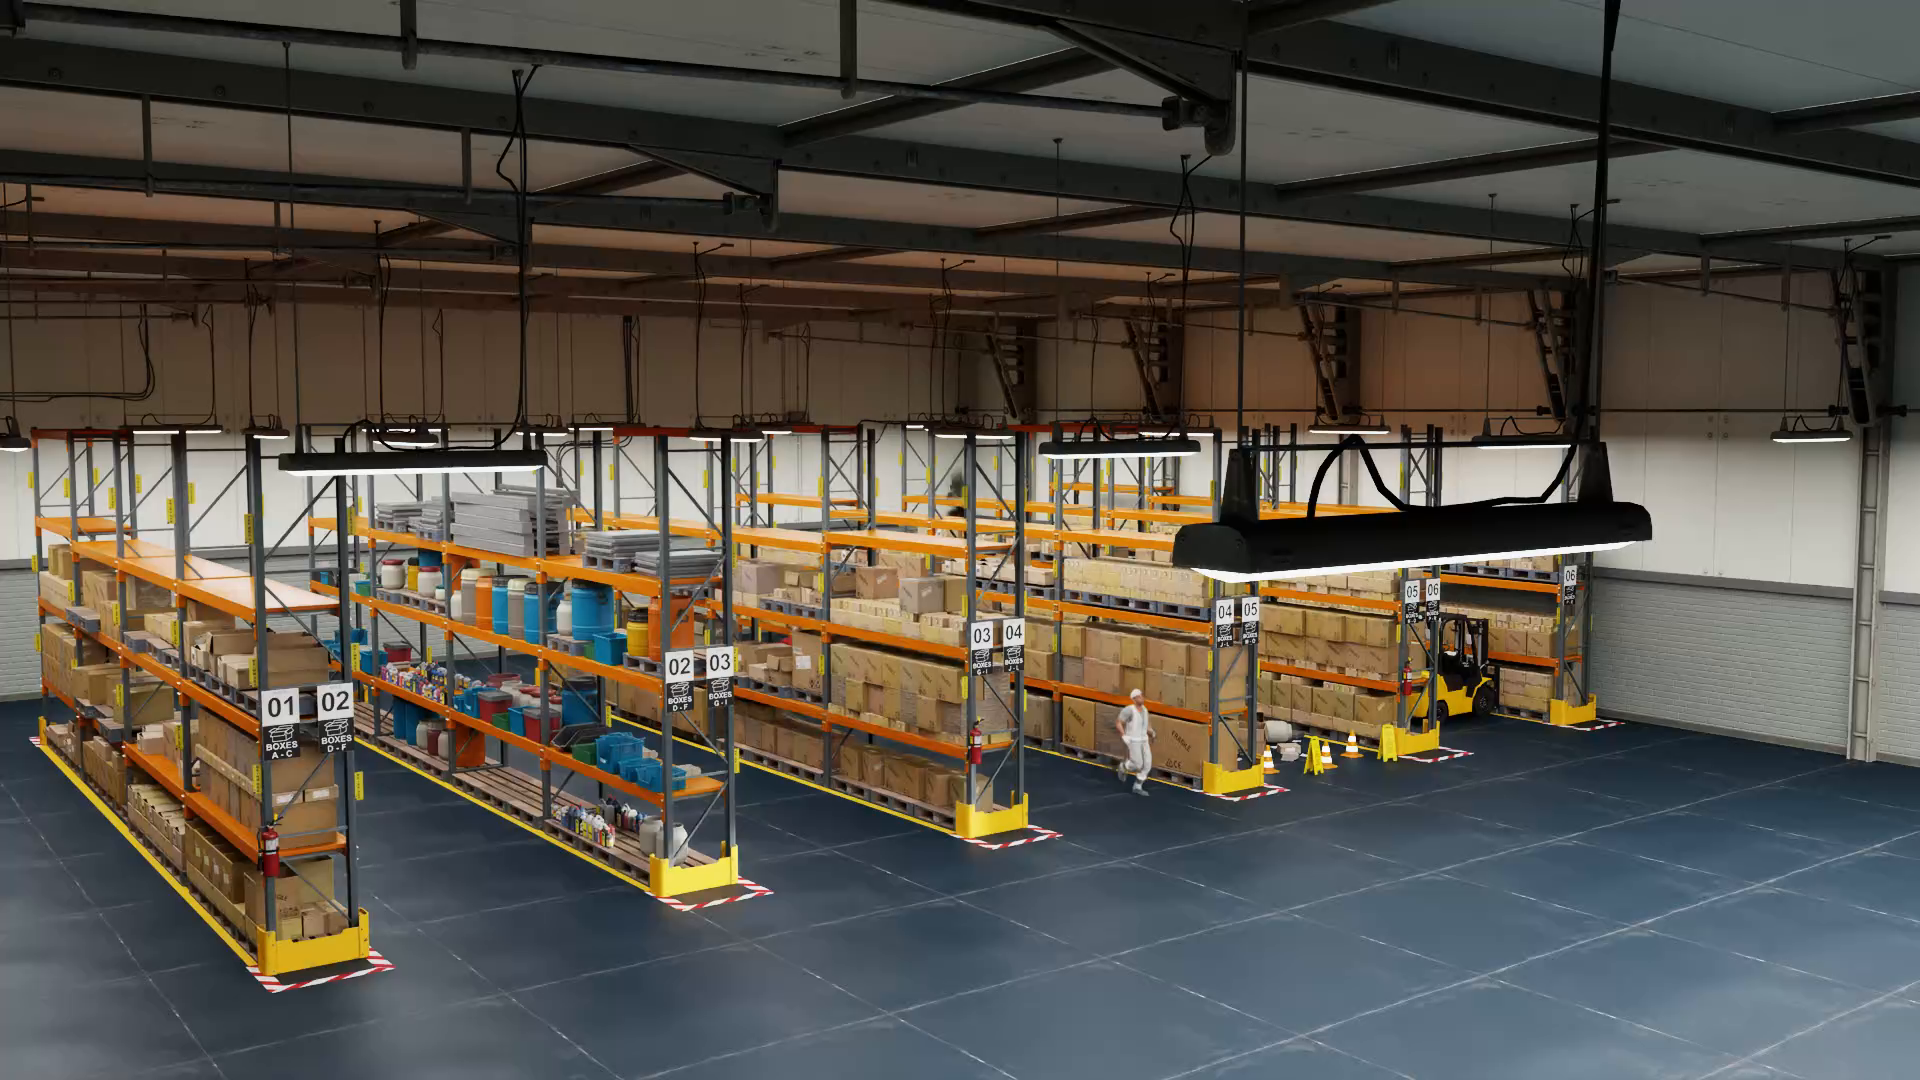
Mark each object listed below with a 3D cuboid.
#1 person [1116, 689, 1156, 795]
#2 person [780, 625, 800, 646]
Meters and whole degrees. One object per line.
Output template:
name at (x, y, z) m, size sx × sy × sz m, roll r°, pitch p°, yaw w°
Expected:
person at (2.896, 3.319, 27.429) m, size 0.700 × 1.738 × 0.598 m, roll -3°, pitch 5°, yaw -35°
person at (-3.506, 2.669, 35.429) m, size 0.989 × 1.716 × 0.662 m, roll 4°, pitch 6°, yaw 44°
